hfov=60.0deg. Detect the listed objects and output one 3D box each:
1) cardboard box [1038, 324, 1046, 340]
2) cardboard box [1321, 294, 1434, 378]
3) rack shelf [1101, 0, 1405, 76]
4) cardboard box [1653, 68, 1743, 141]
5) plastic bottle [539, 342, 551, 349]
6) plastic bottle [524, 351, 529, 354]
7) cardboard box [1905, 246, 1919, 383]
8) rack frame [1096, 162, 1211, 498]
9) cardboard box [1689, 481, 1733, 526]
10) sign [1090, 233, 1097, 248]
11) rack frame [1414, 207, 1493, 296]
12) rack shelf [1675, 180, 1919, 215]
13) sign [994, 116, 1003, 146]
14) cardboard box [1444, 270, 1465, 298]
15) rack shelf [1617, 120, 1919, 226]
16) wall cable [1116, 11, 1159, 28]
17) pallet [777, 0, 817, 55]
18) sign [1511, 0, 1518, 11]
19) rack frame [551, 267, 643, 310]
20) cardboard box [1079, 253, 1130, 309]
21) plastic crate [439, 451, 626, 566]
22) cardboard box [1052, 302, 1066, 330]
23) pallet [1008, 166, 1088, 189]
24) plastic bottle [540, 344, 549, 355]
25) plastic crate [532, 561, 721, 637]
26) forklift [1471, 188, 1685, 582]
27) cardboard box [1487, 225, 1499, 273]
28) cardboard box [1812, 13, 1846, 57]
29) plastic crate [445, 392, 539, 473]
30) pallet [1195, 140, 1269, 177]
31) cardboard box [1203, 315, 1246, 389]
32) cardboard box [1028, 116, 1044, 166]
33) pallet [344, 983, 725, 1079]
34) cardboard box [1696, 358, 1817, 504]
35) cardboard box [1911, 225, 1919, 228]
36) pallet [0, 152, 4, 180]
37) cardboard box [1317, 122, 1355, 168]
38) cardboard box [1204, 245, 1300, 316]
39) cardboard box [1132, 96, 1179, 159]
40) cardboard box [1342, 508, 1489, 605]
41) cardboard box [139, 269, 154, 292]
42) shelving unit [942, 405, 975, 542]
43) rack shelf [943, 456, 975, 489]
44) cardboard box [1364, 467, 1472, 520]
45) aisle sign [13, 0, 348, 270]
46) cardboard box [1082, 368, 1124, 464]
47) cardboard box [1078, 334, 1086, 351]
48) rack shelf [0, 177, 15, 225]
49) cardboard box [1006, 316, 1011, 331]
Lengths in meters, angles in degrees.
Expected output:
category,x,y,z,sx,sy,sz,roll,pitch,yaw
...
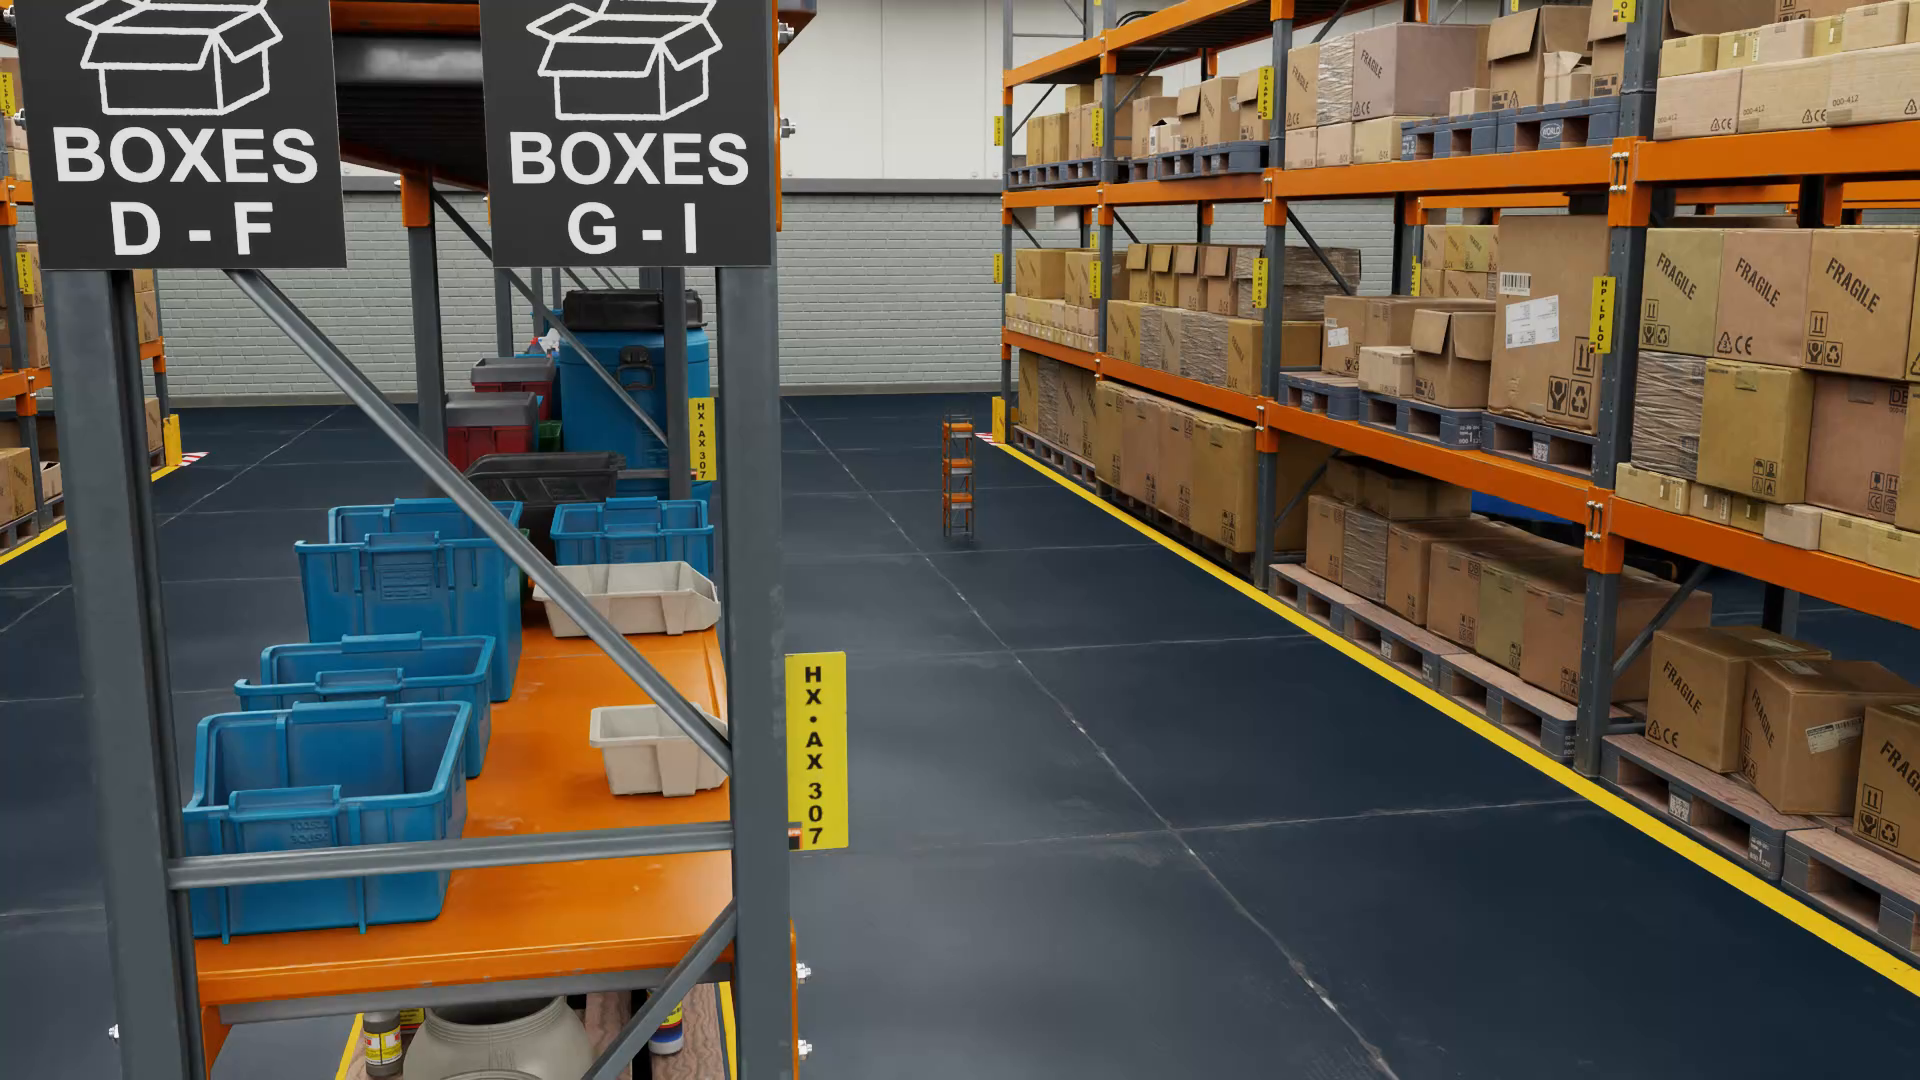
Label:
category,x,y,z,sx,sy,sz,roll,pitch,yaw
cardboard box,1.021,-2.138,17.080,0.380,0.149,0.250,-2,11,-12
cardboard box,2.676,-1.311,10.673,0.500,0.500,0.500,-4,11,-18
rack shelf,2.143,-3.918,12.706,1.077,0.370,4.000,-2,11,-11
cardboard box,3.146,-1.728,6.631,0.500,0.250,0.500,-3,11,-13
plastic bottle,-3.208,-1.378,12.743,0.152,0.276,0.135,-2,11,-11
plastic bottle,-3.046,-1.184,11.709,0.061,0.283,0.133,-2,11,-11
cardboard box,3.451,-0.740,5.324,0.500,0.500,0.500,-2,11,-11
rack frame,1.754,-1.887,15.089,1.000,3.000,0.127,-2,11,-11
cardboard box,3.168,-0.155,6.660,0.380,0.149,0.250,-2,11,-11
sign,1.511,-3.323,18.903,0.100,0.325,0.005,-2,11,-11
rack frame,5.860,-2.783,19.794,1.000,3.000,0.127,-2,11,-11
rack shelf,7.027,-2.802,13.799,1.077,0.370,4.000,-2,11,-11
sign,0.430,-4.544,18.474,0.100,0.325,0.005,-2,11,-11
cardboard box,5.806,-2.788,18.760,0.500,0.500,0.500,-2,11,-11
rack shelf,3.698,-1.173,5.240,1.077,0.370,4.000,-2,11,-11
wall cable,3.257,-8.311,24.189,2.277,5.999,0.120,-2,11,-11
pallet,-0.836,-1.042,3.133,1.003,0.211,1.213,-2,11,-11
sign,6.409,-6.283,19.217,0.100,0.325,0.005,-2,11,-11
rack frame,-3.883,-2.441,17.997,1.000,3.000,0.127,-2,11,-11
cardboard box,1.402,-2.403,15.397,0.500,0.500,0.500,-2,11,-9
plastic crate,-1.572,-0.109,5.911,0.767,0.338,0.504,-2,11,-11
cardboard box,1.208,-2.219,16.441,0.500,0.250,0.500,-2,11,-10
pallet,1.130,-3.915,17.958,1.003,0.211,1.213,-2,11,-11
plastic bottle,-3.163,-1.335,12.520,0.152,0.276,0.135,-2,11,-11
plastic crate,-0.985,0.178,4.942,0.530,0.136,0.437,-2,11,-11
forklift,5.128,-1.237,11.856,1.130,2.935,3.031,-8,14,-38
cardboard box,5.974,-3.095,17.699,0.500,0.500,0.500,-2,11,-13
cardboard box,3.311,-1.804,5.967,0.380,0.149,0.250,-2,11,-9
plastic crate,-1.943,-0.349,6.836,0.402,0.464,0.583,-2,11,-11
pallet,2.354,-2.650,11.582,1.213,0.211,1.003,-2,11,-8
cardboard box,2.101,-1.376,12.135,0.500,0.500,0.500,-2,11,-12
cardboard box,1.120,-4.198,17.549,0.700,0.500,0.500,-3,11,-13
pallet,-1.218,1.479,4.861,1.003,0.211,1.213,-2,11,-11
cardboard box,3.399,-0.437,6.409,0.875,0.500,0.500,-2,11,-11
cardboard box,10.853,-3.433,18.533,0.380,0.149,0.250,-2,11,-11
pallet,-7.906,-2.787,12.295,1.213,0.211,1.003,-2,11,-11
cardboard box,2.473,-2.364,9.972,0.500,0.250,0.500,-2,11,-10
cardboard box,2.281,-1.950,12.468,0.797,0.503,0.637,-2,11,-10
cardboard box,1.876,-3.510,14.203,0.700,0.500,0.500,-2,11,-10
cardboard box,2.802,0.082,10.253,0.700,0.500,0.500,-3,11,-16
cardboard box,-8.386,-2.730,16.575,0.500,0.500,0.500,-2,11,-12
shelving unit,-0.010,-0.526,13.150,0.215,1.050,0.252,-2,11,-11
rack shelf,-0.010,-0.515,13.152,0.215,0.259,0.240,-2,11,-11
cardboard box,2.804,-0.291,10.208,0.500,0.250,0.500,-1,11,-5
aisle sign,-1.048,-0.759,2.210,0.394,0.787,0.004,-2,11,-11
cardboard box,1.704,-1.174,15.900,0.875,0.875,0.875,-2,11,-11
cardboard box,1.322,-1.855,15.592,0.380,0.149,0.250,-2,11,-10
rack shelf,-7.575,-2.281,11.060,1.077,0.370,4.000,-2,11,-11
cardboard box,0.721,-2.420,18.562,0.380,0.149,0.250,-2,11,-10
